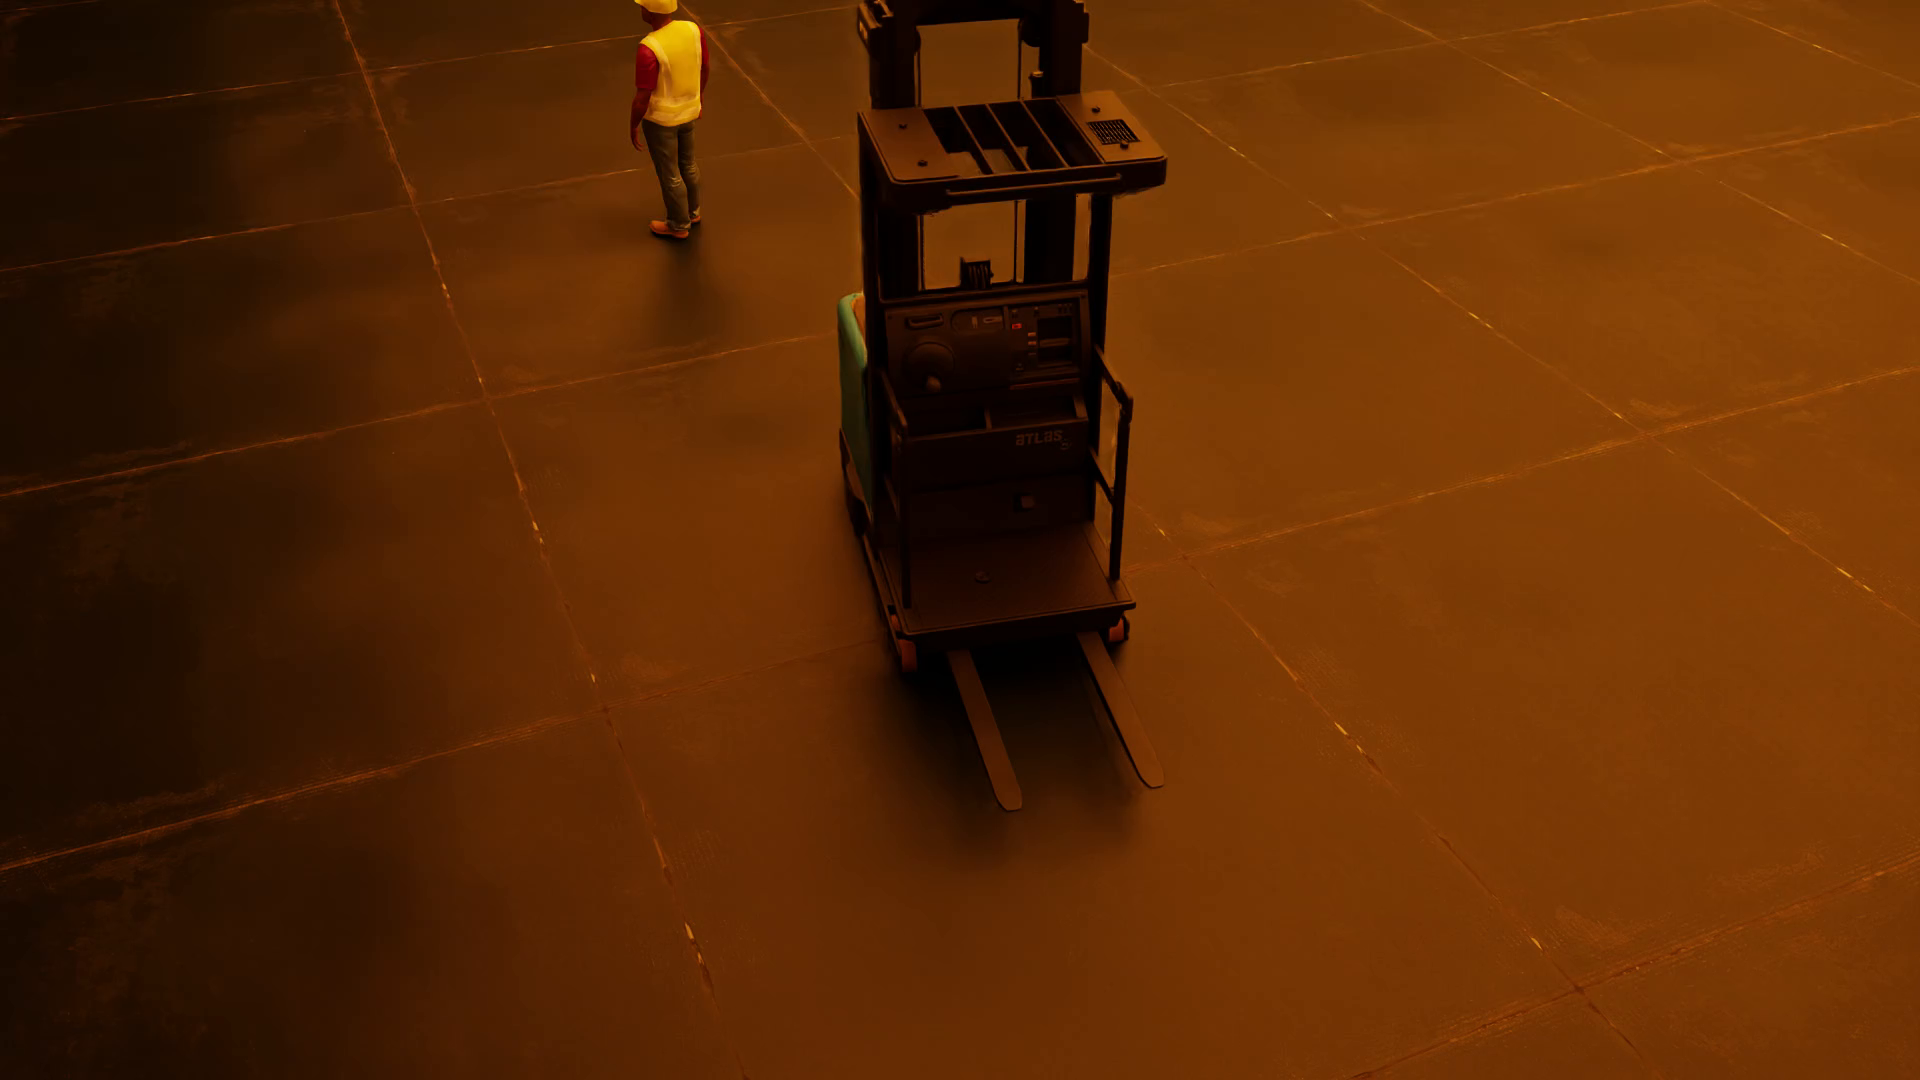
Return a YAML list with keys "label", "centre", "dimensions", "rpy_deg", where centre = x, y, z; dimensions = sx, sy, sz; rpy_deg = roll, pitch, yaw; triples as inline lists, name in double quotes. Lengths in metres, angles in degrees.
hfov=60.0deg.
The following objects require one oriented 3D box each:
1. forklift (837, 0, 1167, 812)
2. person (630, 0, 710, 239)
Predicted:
- label: "forklift"
  centre: [0.177, -0.816, 7.247]
  dimensions: [1.130, 2.935, 3.031]
  rpy_deg: [-7, 36, -10]
- label: "person"
  centre: [-1.993, -2.872, 11.129]
  dimensions: [0.577, 1.765, 0.666]
  rpy_deg: [24, 42, 30]
